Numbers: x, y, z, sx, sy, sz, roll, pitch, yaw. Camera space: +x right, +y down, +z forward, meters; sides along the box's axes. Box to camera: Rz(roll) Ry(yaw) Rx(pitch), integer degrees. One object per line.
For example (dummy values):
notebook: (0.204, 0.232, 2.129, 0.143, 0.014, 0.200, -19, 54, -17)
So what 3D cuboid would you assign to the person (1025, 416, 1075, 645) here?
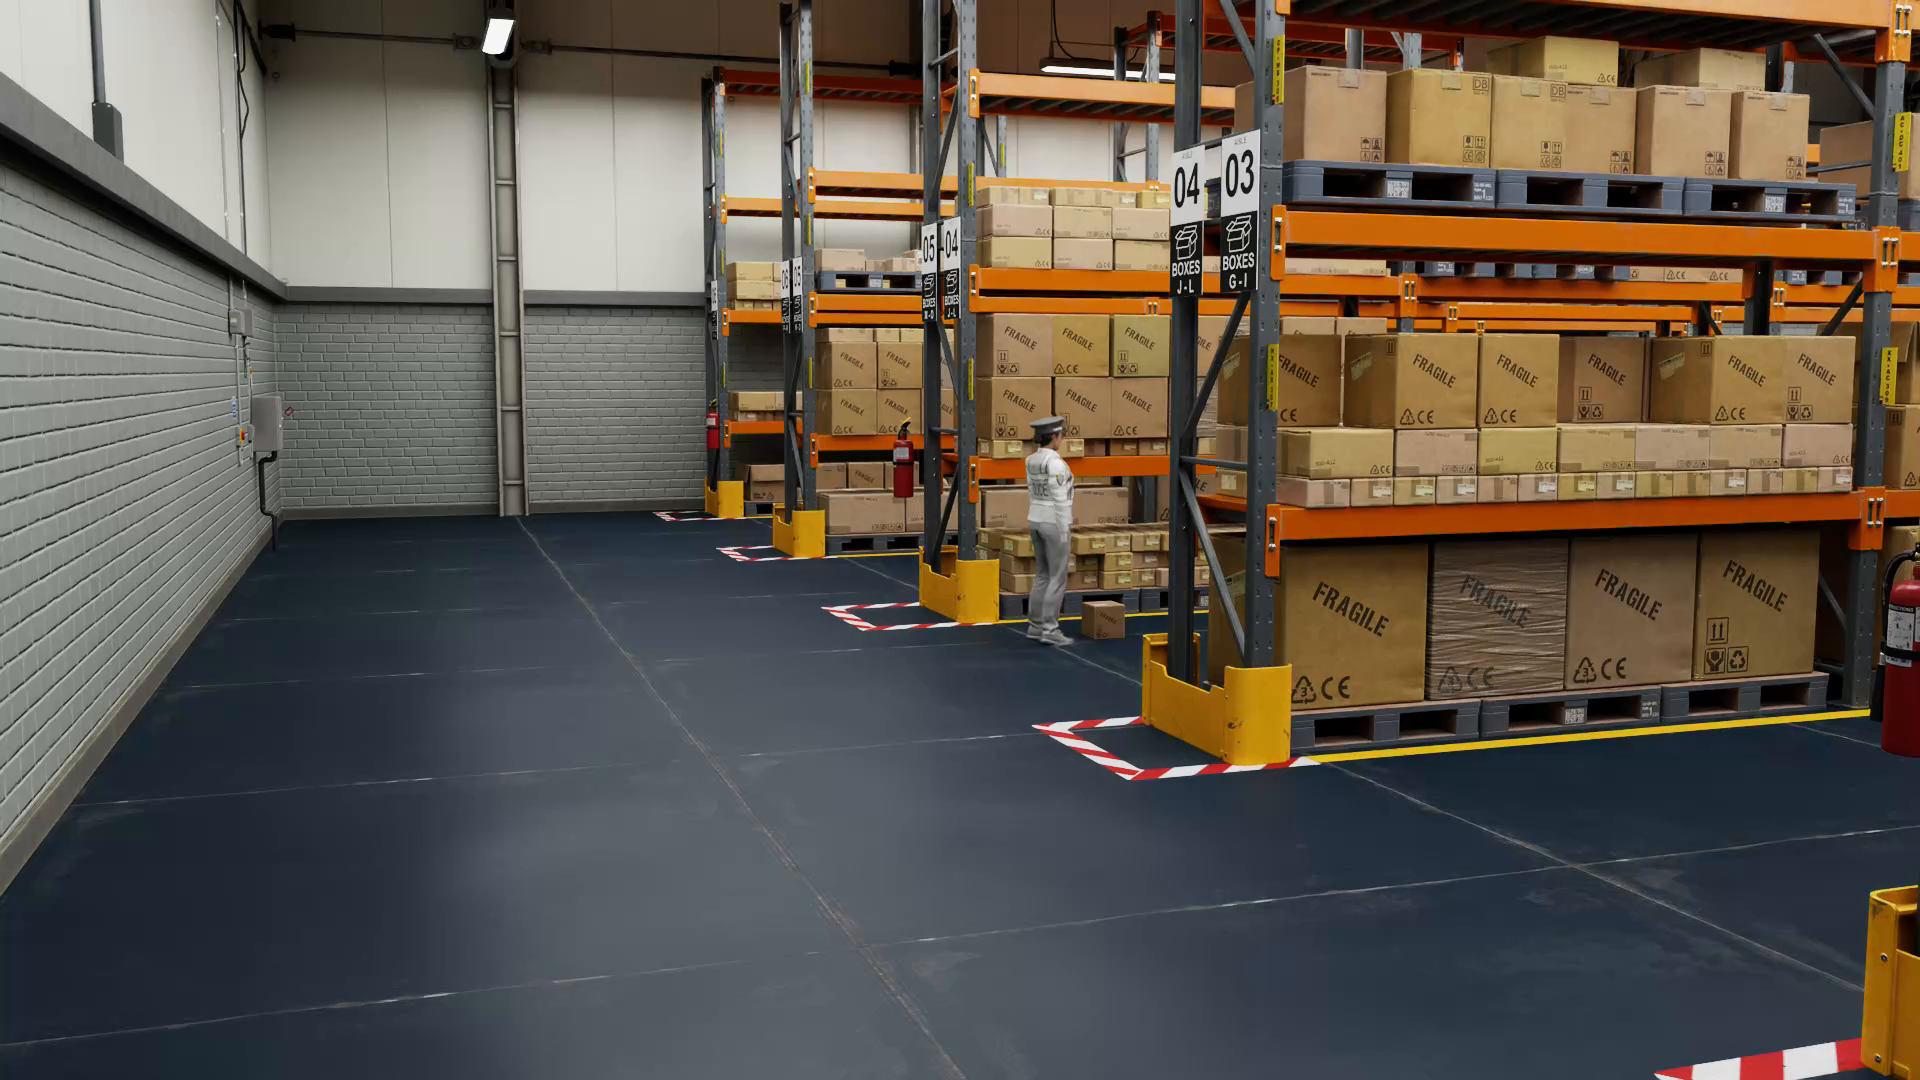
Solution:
person: (0.673, -0.072, 12.316, 0.330, 1.684, 0.469, -3, 7, -26)
